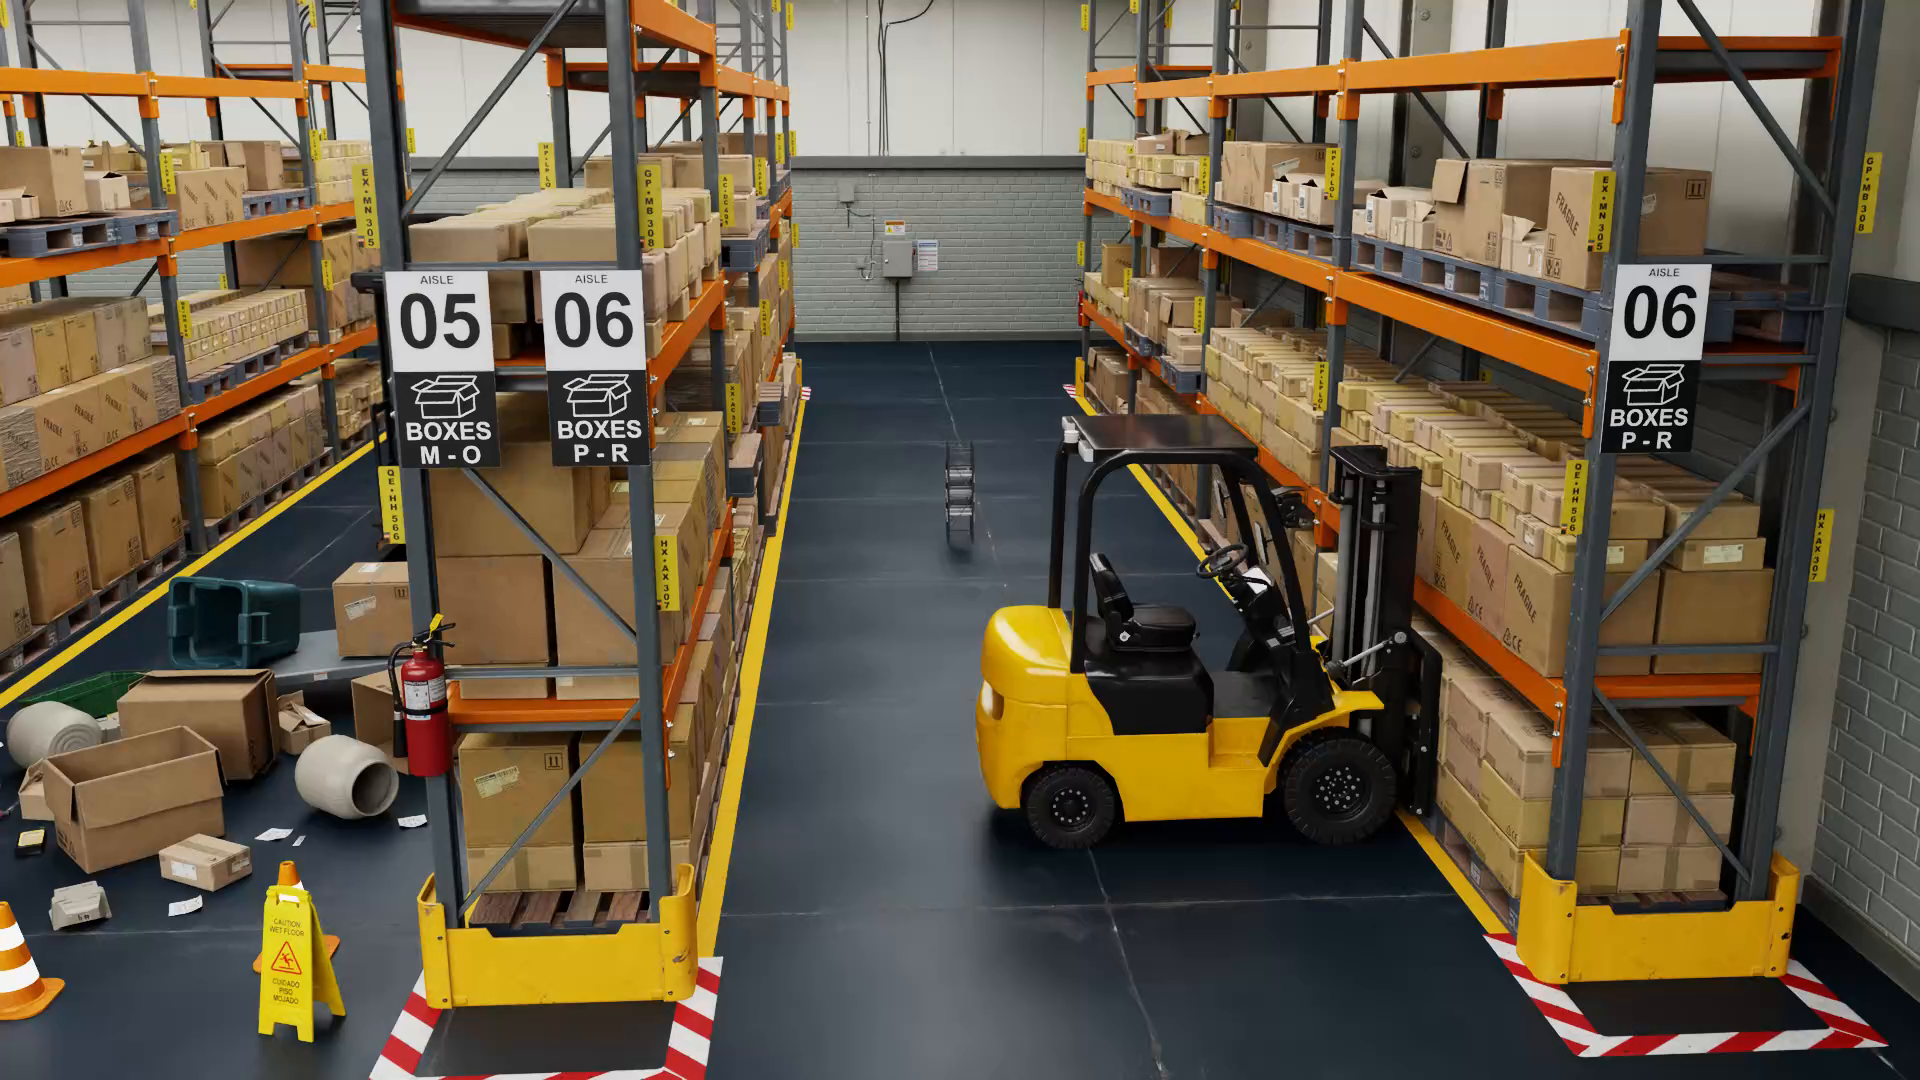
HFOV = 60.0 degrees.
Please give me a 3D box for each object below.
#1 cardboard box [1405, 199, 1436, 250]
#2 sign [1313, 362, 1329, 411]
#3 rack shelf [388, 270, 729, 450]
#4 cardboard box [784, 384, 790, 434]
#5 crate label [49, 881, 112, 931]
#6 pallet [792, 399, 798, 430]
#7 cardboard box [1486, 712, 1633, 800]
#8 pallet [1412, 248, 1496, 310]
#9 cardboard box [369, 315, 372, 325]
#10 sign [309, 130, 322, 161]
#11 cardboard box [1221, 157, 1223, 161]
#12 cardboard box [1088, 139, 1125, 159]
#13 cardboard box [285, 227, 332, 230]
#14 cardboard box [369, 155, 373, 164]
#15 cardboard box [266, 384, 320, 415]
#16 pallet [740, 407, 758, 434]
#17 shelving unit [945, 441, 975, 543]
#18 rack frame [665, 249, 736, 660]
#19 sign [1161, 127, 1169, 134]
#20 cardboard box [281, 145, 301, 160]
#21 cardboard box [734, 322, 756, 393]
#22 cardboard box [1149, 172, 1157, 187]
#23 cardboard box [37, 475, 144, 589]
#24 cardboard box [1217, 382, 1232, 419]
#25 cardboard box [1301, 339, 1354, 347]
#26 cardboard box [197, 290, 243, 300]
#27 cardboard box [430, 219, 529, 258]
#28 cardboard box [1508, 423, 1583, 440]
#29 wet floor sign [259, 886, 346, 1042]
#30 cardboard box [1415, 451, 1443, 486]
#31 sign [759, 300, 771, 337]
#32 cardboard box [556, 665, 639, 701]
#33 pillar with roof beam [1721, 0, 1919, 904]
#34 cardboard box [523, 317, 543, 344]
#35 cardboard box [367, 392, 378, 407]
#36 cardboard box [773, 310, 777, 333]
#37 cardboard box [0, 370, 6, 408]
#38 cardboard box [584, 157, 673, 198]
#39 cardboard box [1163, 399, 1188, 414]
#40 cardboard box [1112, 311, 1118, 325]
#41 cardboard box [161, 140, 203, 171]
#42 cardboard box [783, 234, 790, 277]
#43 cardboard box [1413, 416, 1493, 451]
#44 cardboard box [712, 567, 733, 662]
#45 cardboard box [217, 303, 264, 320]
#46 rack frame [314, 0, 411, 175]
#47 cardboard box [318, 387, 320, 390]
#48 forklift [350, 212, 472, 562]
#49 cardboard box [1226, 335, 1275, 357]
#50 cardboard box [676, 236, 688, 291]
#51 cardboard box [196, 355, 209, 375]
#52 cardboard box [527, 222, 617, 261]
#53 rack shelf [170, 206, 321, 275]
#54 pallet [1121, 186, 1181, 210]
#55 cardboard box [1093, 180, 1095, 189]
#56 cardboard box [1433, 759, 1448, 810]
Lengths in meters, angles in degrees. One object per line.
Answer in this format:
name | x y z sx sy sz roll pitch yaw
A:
cardboard box | 2.724 -1.771 9.322 0.396 0.266 0.258 -1 14 -5
sign | 2.394 -1.017 11.020 0.100 0.325 0.005 -1 14 -3
rack shelf | -1.895 -1.035 8.678 1.077 0.370 4.000 -1 14 -3
cardboard box | -2.446 -1.538 19.508 0.875 0.438 0.875 -1 14 -4
crate label | -4.282 1.773 8.084 0.250 0.136 0.298 -9 17 -32
pallet | -2.562 -1.562 20.897 1.003 0.211 1.213 -1 14 -3
cardboard box | 2.843 1.023 7.922 0.500 0.250 0.500 0 14 -2
pallet | 3.087 -1.401 8.834 1.003 0.211 1.213 -1 14 -3
cardboard box | -7.332 -2.663 20.084 0.380 0.149 0.250 0 14 -1
sign | -6.895 -4.220 17.782 0.100 0.325 0.005 -1 14 -3
cardboard box | 2.696 -3.767 16.714 0.380 0.149 0.250 -1 14 -2
cardboard box | 1.969 -5.142 21.897 0.500 0.250 0.500 -1 14 -4
cardboard box | -7.851 -3.490 19.992 0.500 0.500 0.500 -1 14 -5
cardboard box | -7.352 -4.568 20.262 0.500 0.250 0.500 -1 14 -3
cardboard box | -7.150 -1.491 17.694 0.500 0.250 0.500 -1 14 -5
pallet | -2.103 -0.839 12.874 1.003 0.211 1.213 -1 14 -3
shelving unit | -0.001 -0.438 15.146 0.258 0.900 0.210 -1 14 -3
rack frame | -2.018 -0.428 10.895 1.000 3.000 0.127 -1 14 -3
sign | 2.747 -5.375 22.325 0.100 0.325 0.005 -1 14 -3
cardboard box | -7.225 -4.208 18.062 0.380 0.149 0.250 -1 14 -4
cardboard box | -1.885 -1.456 13.250 0.500 0.500 0.500 -2 15 -7
cardboard box | 2.134 -3.681 16.976 0.380 0.149 0.250 -1 14 -2
cardboard box | -7.195 -0.065 13.156 1.050 0.750 0.750 -1 14 -3
cardboard box | 2.497 -1.189 14.151 0.500 0.250 0.500 -1 14 -5
cardboard box | 3.077 -1.597 13.934 0.380 0.149 0.250 -1 14 -5
cardboard box | -7.883 -2.581 17.729 0.380 0.149 0.250 0 14 -1
cardboard box | -2.064 -1.295 7.147 0.380 0.149 0.250 -1 14 -2
cardboard box | 3.288 -0.555 9.289 0.380 0.149 0.250 0 14 -2
wet floor sign | -2.827 1.770 7.074 0.267 0.644 0.232 4 15 16
cardboard box | 2.769 -0.400 9.283 0.380 0.149 0.250 -1 14 -5
sign | -1.725 -1.956 14.669 0.100 0.325 0.005 -1 14 -3
cardboard box | -1.585 0.600 7.401 0.380 0.149 0.250 -1 14 -3
pillar with roof beam | -0.257 -2.537 7.051 9.100 9.000 0.400 -1 14 -3
cardboard box | -2.103 -0.977 7.512 0.380 0.149 0.250 0 14 -2
cardboard box | -7.268 -1.699 20.117 0.380 0.149 0.250 -1 14 -4
cardboard box | -2.168 -2.229 17.189 0.500 0.250 0.500 -1 14 -2
cardboard box | -7.023 -1.111 11.340 0.700 0.500 0.500 -1 14 -4
cardboard box | -2.182 -2.396 10.978 0.500 0.250 0.500 -1 14 -2
cardboard box | 2.340 -1.385 17.486 0.380 0.149 0.250 0 14 -1
cardboard box | 2.057 -2.707 20.254 0.380 0.149 0.250 -1 14 -4
cardboard box | -6.982 -3.426 14.791 0.396 0.266 0.258 -1 14 -3
cardboard box | -2.405 -3.577 20.924 0.500 0.500 0.500 -1 14 -4
cardboard box | 2.818 -0.609 9.500 0.380 0.149 0.250 -1 14 -4
cardboard box | -1.714 0.480 10.536 0.500 0.500 0.500 -1 14 -4
cardboard box | -7.149 -2.265 16.502 0.380 0.149 0.250 -2 15 -6
rack frame | -7.696 -6.217 21.352 1.000 3.000 0.127 -1 14 -3
cardboard box | -7.746 -1.702 19.530 0.380 0.149 0.250 0 14 -2
forklift | -4.580 -1.344 14.590 1.130 2.935 3.031 -1 14 -3
cardboard box | 2.473 -1.650 14.139 0.380 0.149 0.250 0 14 -2
cardboard box | -1.614 -1.340 8.124 0.500 0.250 0.500 0 14 -2
cardboard box | -7.043 -1.584 15.049 0.380 0.149 0.250 0 14 -1
cardboard box | -1.589 -1.242 6.942 0.380 0.149 0.250 -1 14 -4
rack shelf | -7.324 -2.923 16.016 1.077 0.370 4.000 -1 14 -3
pallet | 2.410 -3.694 17.944 1.213 0.211 1.003 -1 14 -3
cardboard box | 1.980 -4.738 22.131 0.380 0.149 0.250 -1 14 -2
cardboard box | 2.795 1.257 9.021 0.500 0.250 0.500 -1 14 -3
